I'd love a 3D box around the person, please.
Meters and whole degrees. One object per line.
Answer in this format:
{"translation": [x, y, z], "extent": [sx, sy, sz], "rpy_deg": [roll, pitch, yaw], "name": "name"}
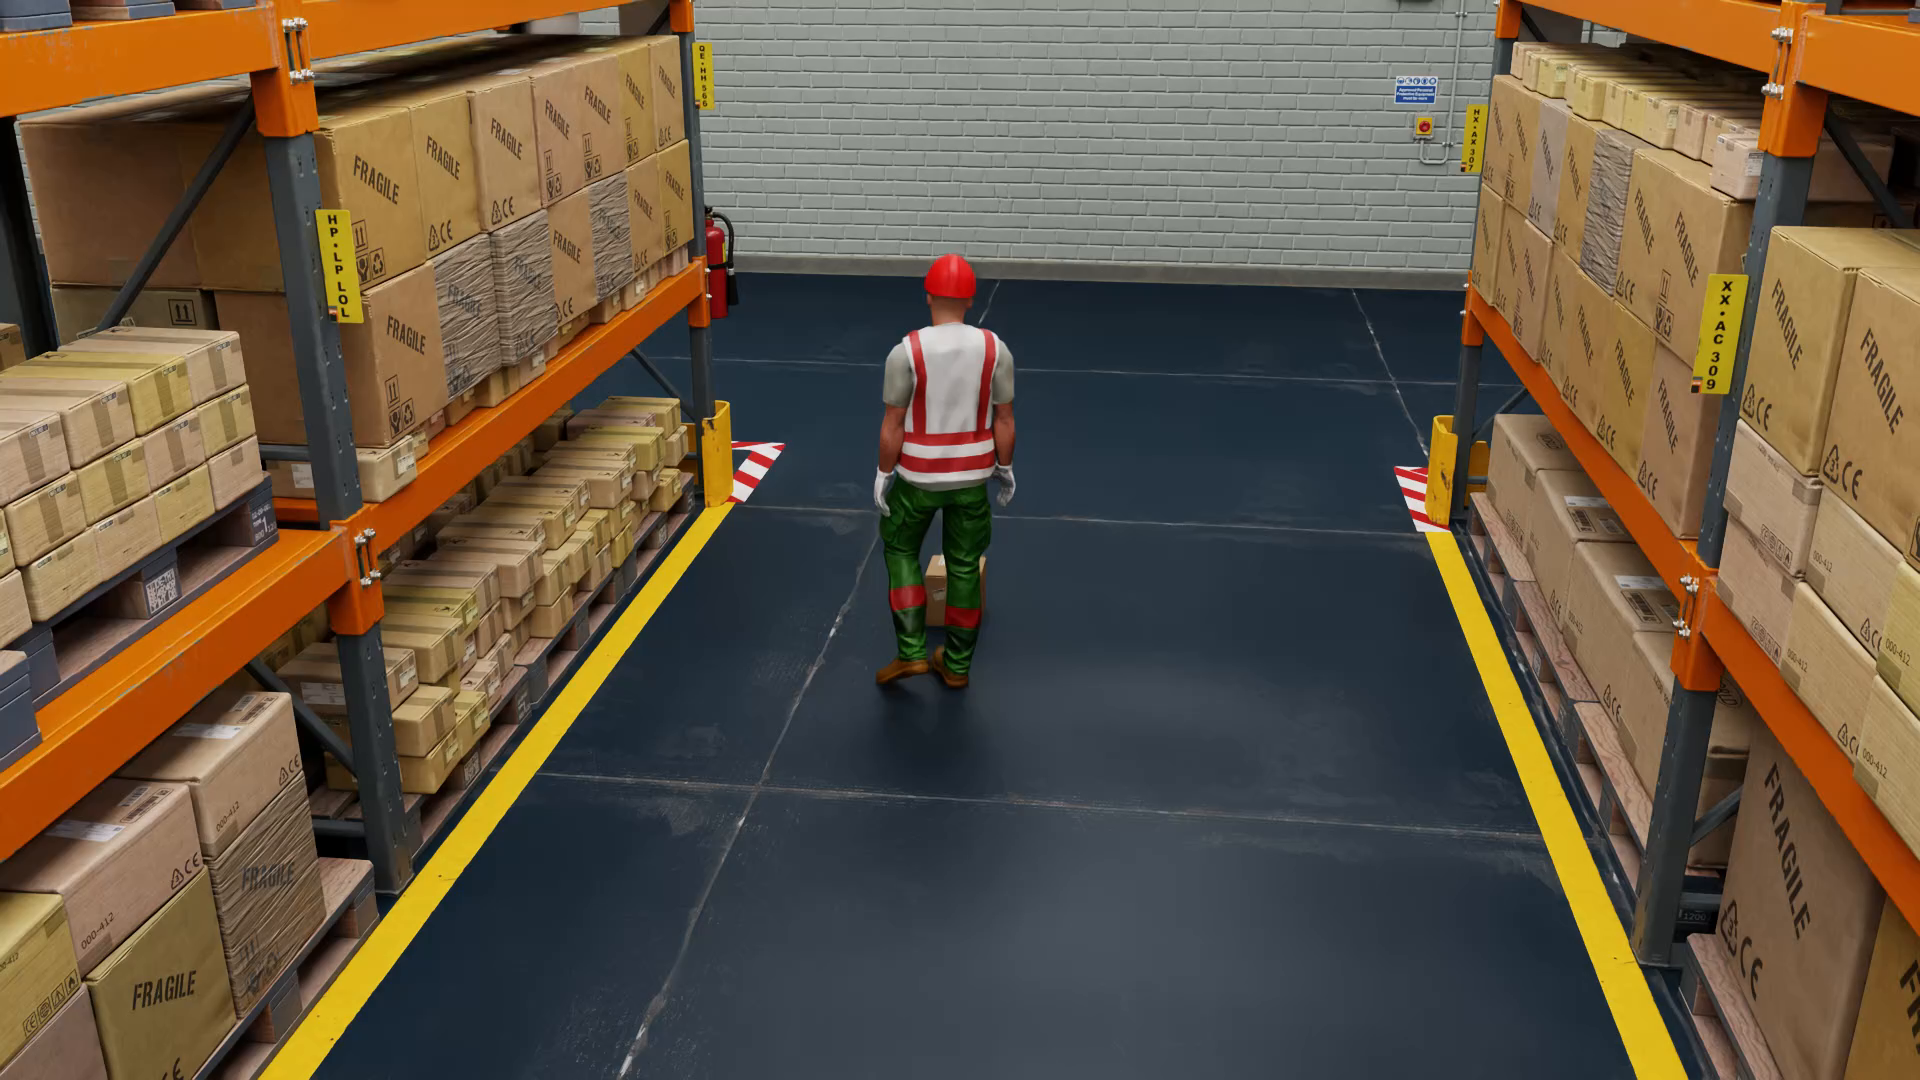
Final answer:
{"translation": [-0.063, -0.260, 6.700], "extent": [0.592, 1.794, 0.387], "rpy_deg": [-5, 21, -12], "name": "person"}
